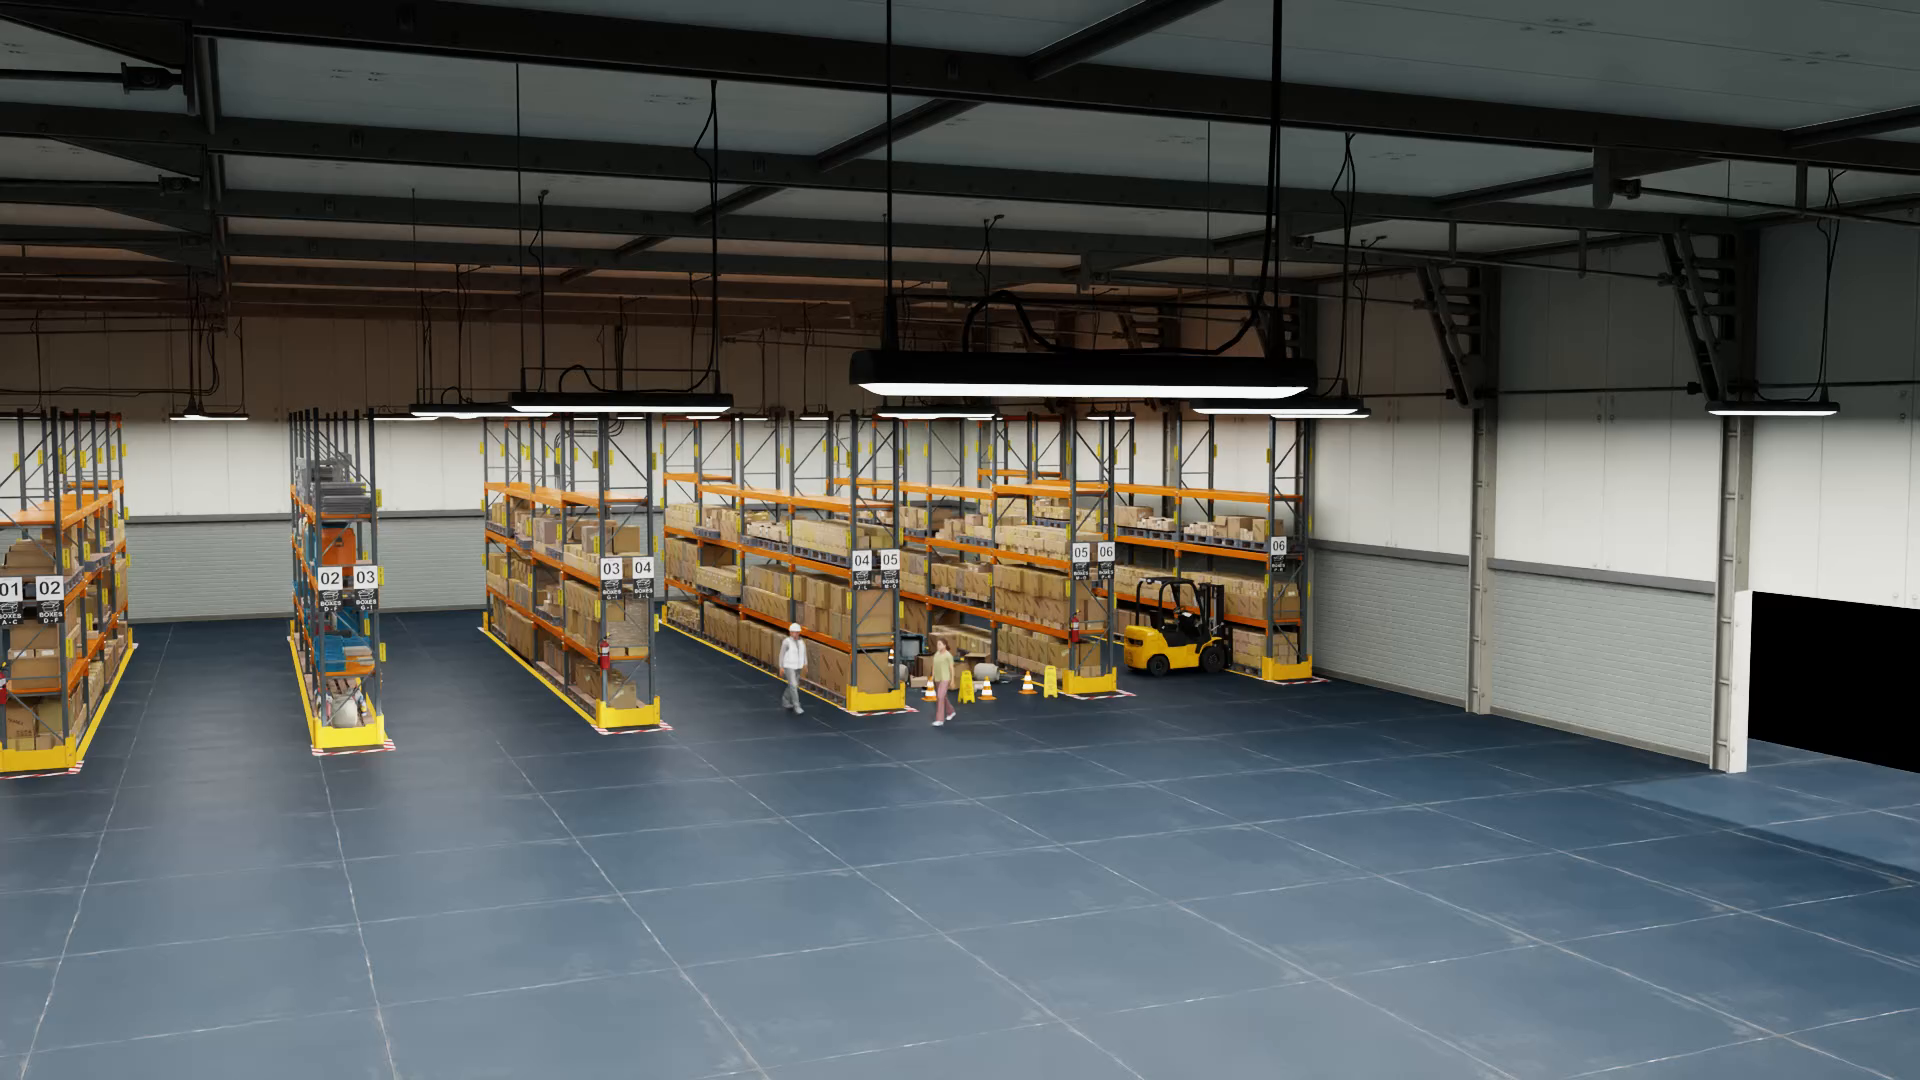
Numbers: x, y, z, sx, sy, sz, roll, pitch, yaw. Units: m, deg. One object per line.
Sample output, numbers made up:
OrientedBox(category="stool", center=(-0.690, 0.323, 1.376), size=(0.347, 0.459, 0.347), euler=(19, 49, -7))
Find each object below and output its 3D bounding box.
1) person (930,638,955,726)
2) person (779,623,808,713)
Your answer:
OrientedBox(category="person", center=(-0.317, 2.686, 31.704), size=(0.836, 1.626, 0.442), euler=(-4, 6, -44))
OrientedBox(category="person", center=(-3.281, 2.517, 33.050), size=(0.941, 1.726, 0.555), euler=(4, 5, 42))
